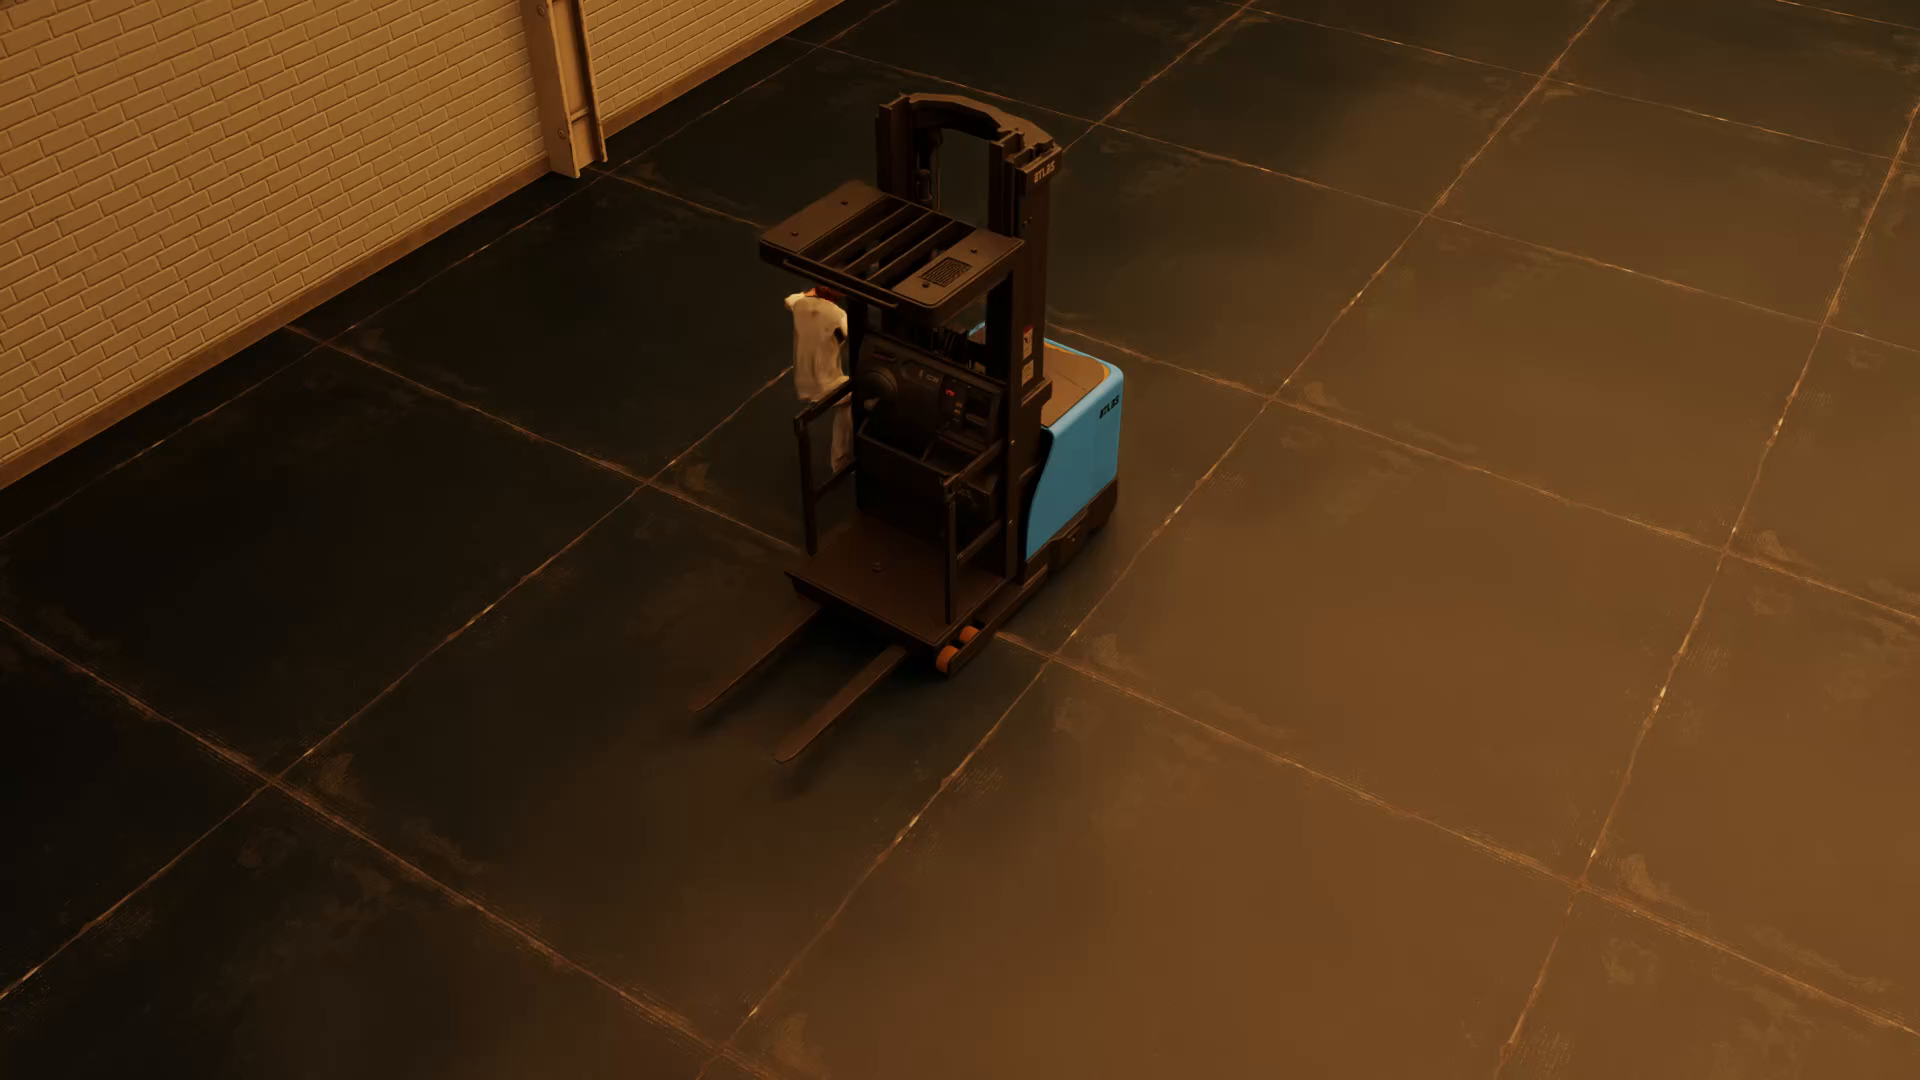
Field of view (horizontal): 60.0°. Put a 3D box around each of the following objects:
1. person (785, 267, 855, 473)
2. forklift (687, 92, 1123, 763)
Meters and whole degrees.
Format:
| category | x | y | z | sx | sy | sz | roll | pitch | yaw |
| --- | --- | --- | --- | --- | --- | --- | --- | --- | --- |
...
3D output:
| category | x | y | z | sx | sy | sz | roll | pitch | yaw |
| --- | --- | --- | --- | --- | --- | --- | --- | --- | --- |
| person | -0.630 | -1.075 | 10.480 | 1.127 | 1.355 | 0.833 | 18 | 43 | 20 |
| forklift | -0.296 | -0.720 | 8.817 | 1.130 | 2.935 | 3.031 | 25 | 46 | 27 |
